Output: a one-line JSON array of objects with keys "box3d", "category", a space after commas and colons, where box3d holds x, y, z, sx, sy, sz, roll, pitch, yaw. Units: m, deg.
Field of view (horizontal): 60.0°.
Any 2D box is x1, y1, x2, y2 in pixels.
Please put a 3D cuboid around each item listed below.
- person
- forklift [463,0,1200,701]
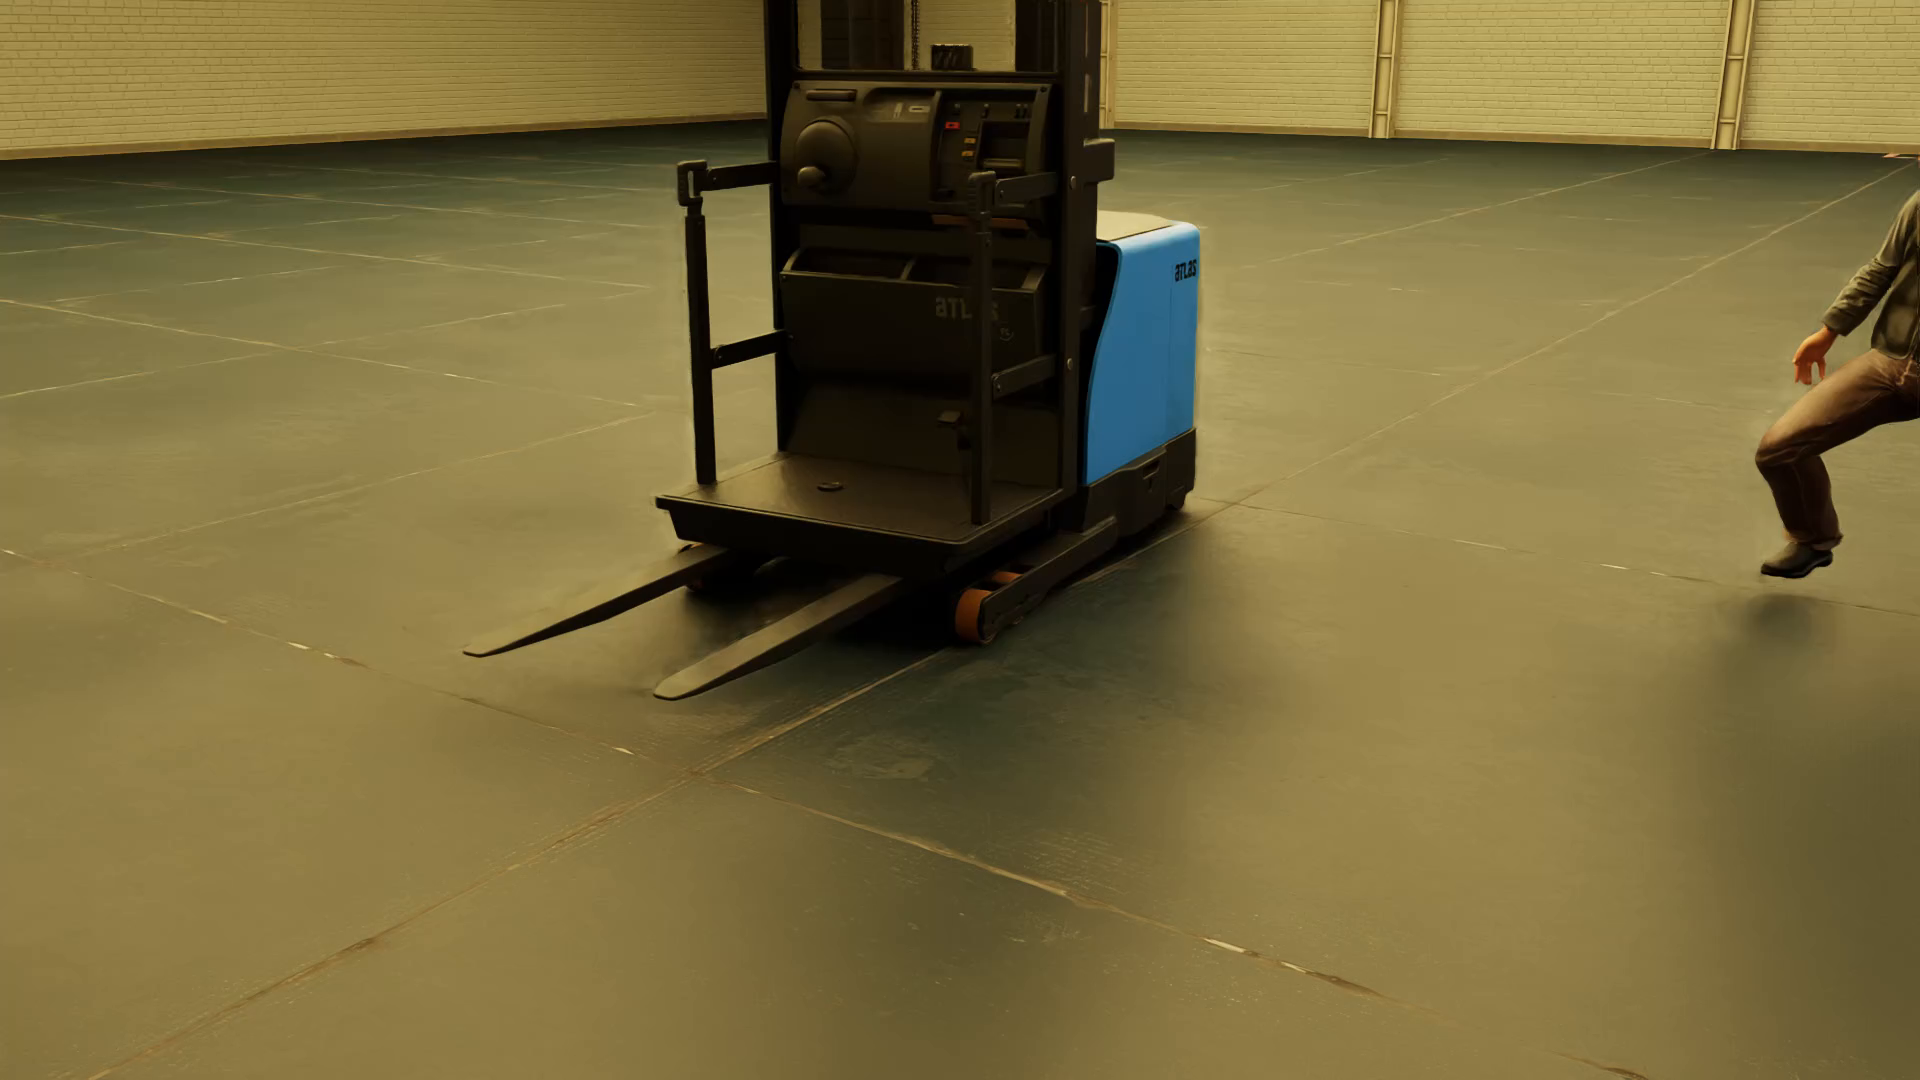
[{"box3d": [2.933, -0.507, 4.920, 0.663, 1.599, 0.936, -9, 19, -27], "category": "person"}, {"box3d": [-0.249, -1.242, 4.987, 1.130, 2.935, 3.031, 9, 19, 27], "category": "forklift"}]
